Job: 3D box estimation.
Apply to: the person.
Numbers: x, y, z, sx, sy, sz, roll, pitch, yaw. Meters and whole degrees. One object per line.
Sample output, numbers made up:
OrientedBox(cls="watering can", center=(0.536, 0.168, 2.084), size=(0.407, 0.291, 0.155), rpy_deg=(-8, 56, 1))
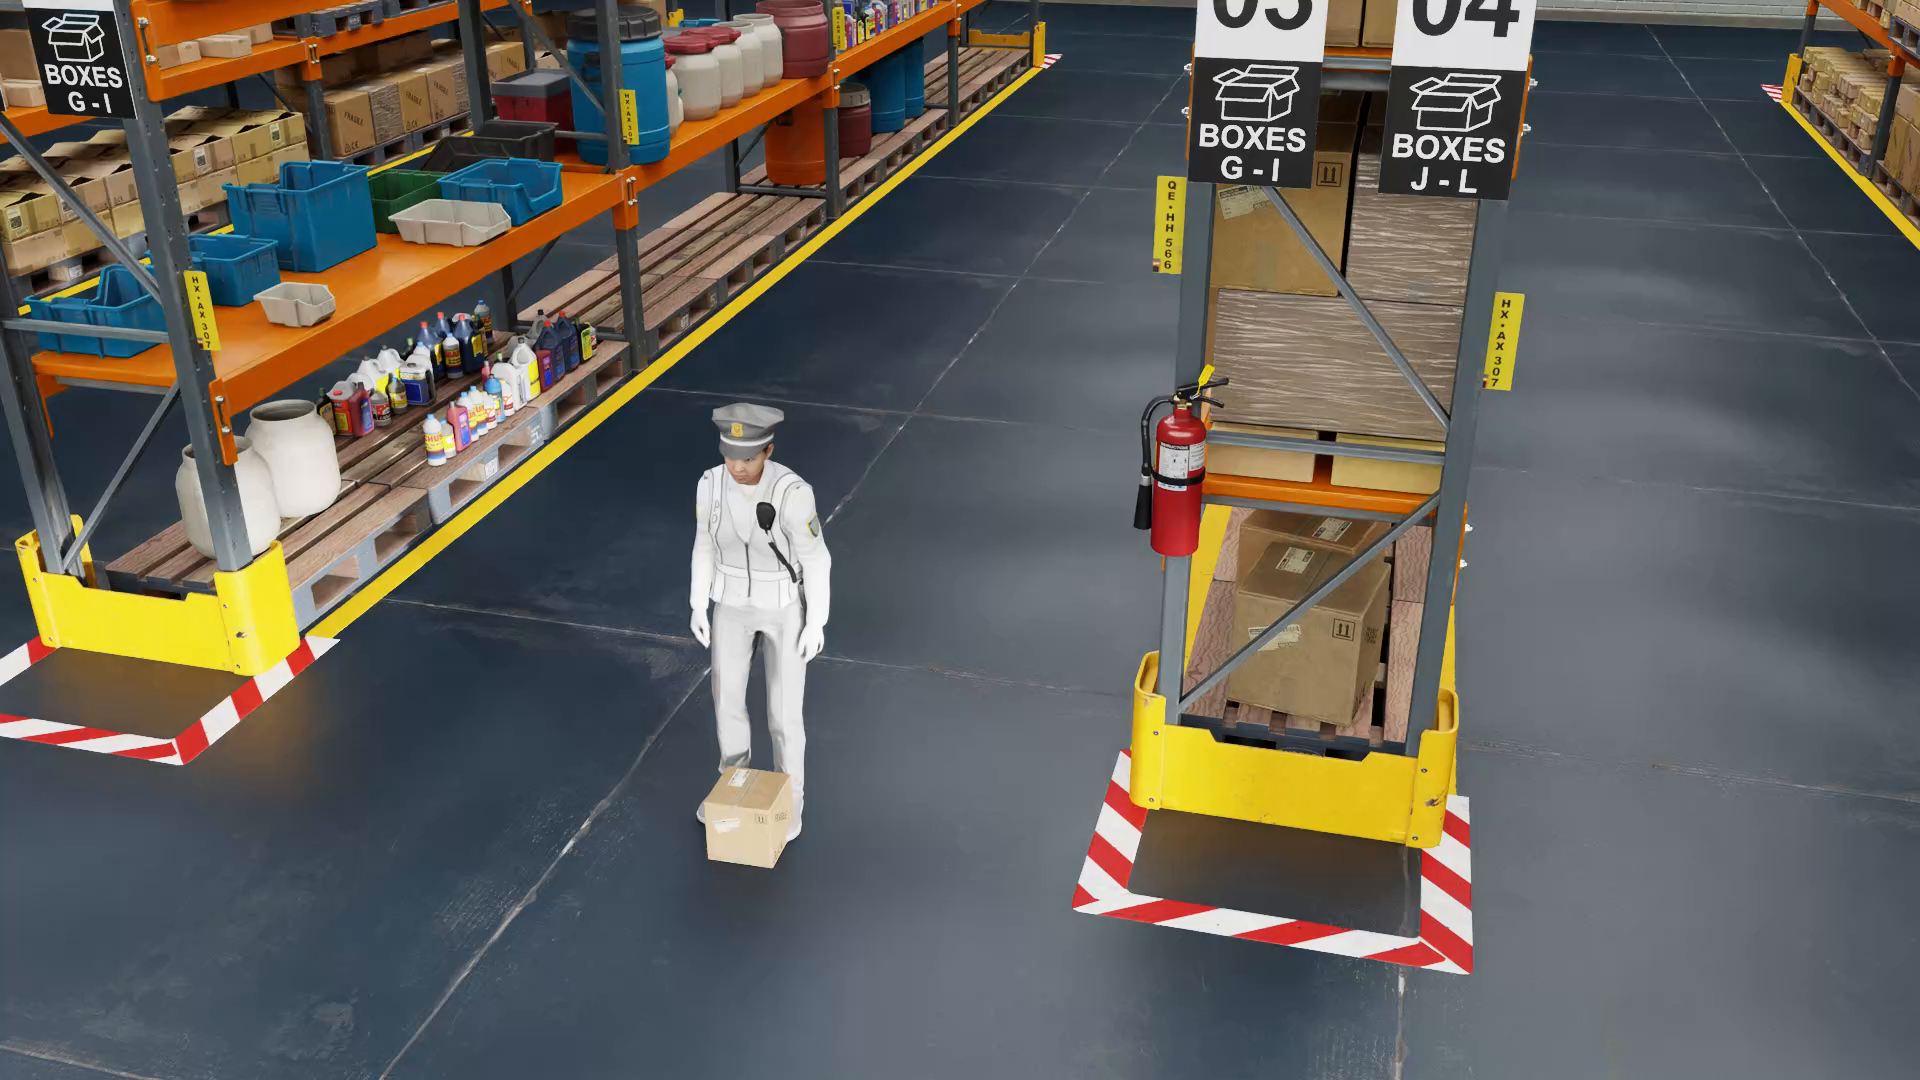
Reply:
OrientedBox(cls="person", center=(-0.731, 0.284, 6.010), size=(0.527, 1.662, 0.409), rpy_deg=(6, 26, 13))
